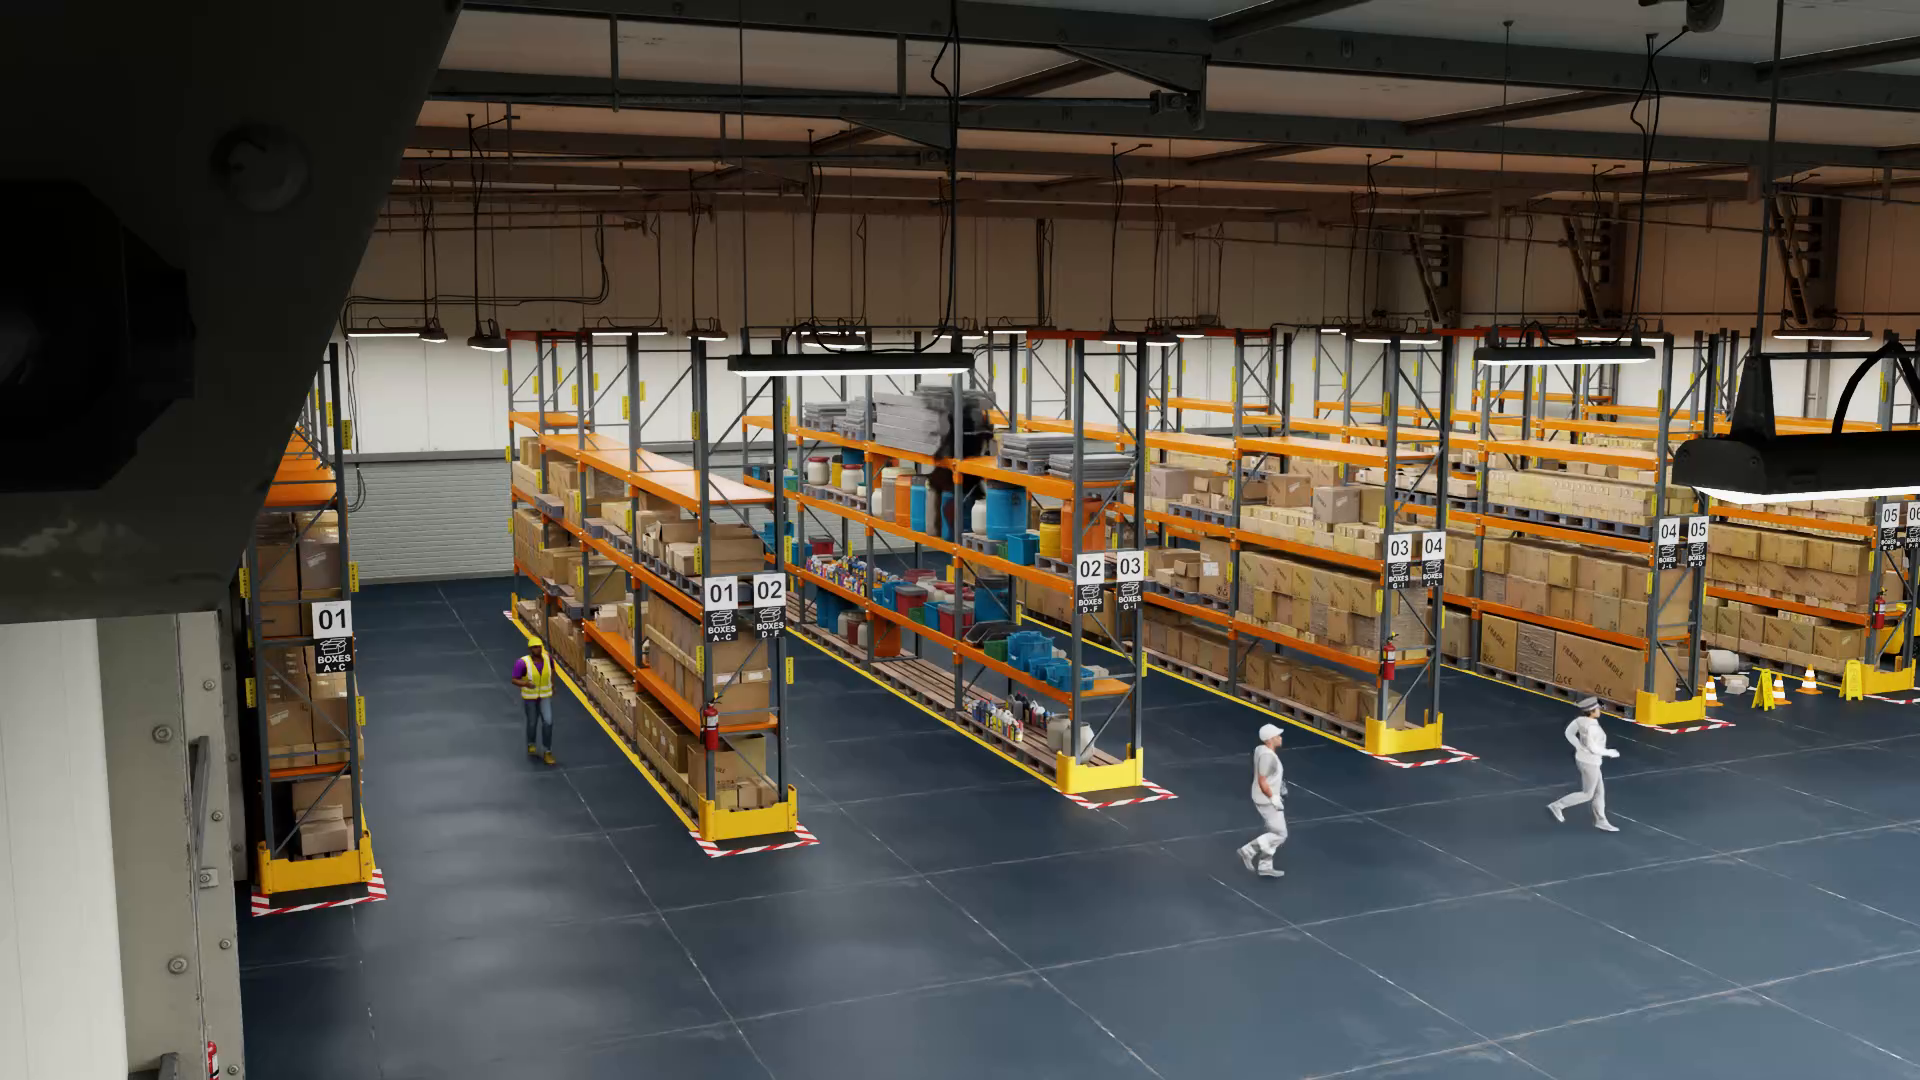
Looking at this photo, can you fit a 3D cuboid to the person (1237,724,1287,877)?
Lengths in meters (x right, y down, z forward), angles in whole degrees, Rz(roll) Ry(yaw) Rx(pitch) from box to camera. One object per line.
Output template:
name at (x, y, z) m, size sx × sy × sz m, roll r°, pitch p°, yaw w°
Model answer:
person at (3.418, 2.931, 18.741) m, size 0.593 × 1.756 × 0.678 m, roll 0°, pitch 8°, yaw 1°

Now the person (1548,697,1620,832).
person at (7.679, 2.742, 20.354) m, size 0.842 × 1.690 × 0.617 m, roll 1°, pitch 8°, yaw 4°

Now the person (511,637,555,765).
person at (-6.022, 2.269, 23.599) m, size 0.674 × 1.826 × 0.773 m, roll -4°, pitch 9°, yaw -26°
